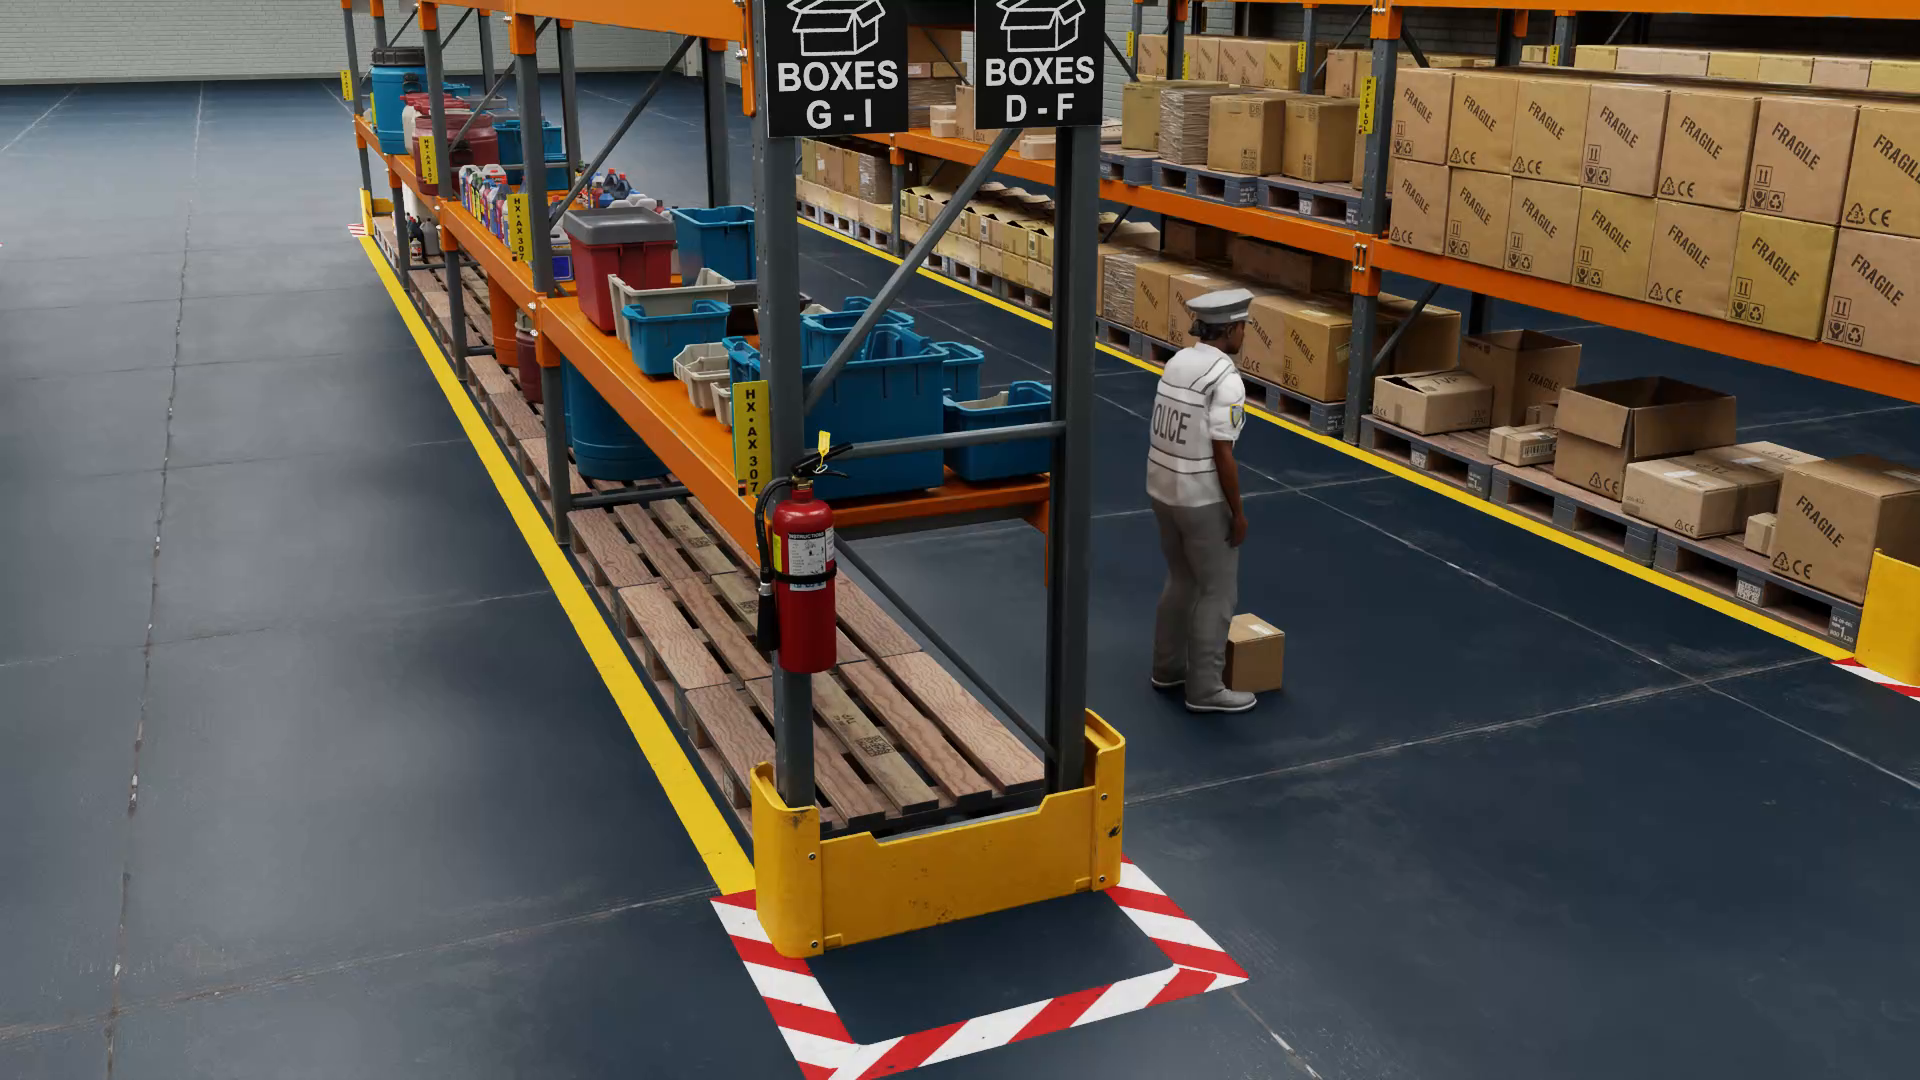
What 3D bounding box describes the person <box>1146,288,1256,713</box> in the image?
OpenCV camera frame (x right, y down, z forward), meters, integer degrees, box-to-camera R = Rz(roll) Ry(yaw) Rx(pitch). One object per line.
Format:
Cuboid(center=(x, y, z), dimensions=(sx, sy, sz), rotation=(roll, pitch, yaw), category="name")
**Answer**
Cuboid(center=(0.963, -0.155, 6.613), dimensions=(0.398, 1.659, 0.521), rotation=(-8, 21, -23), category="person")
